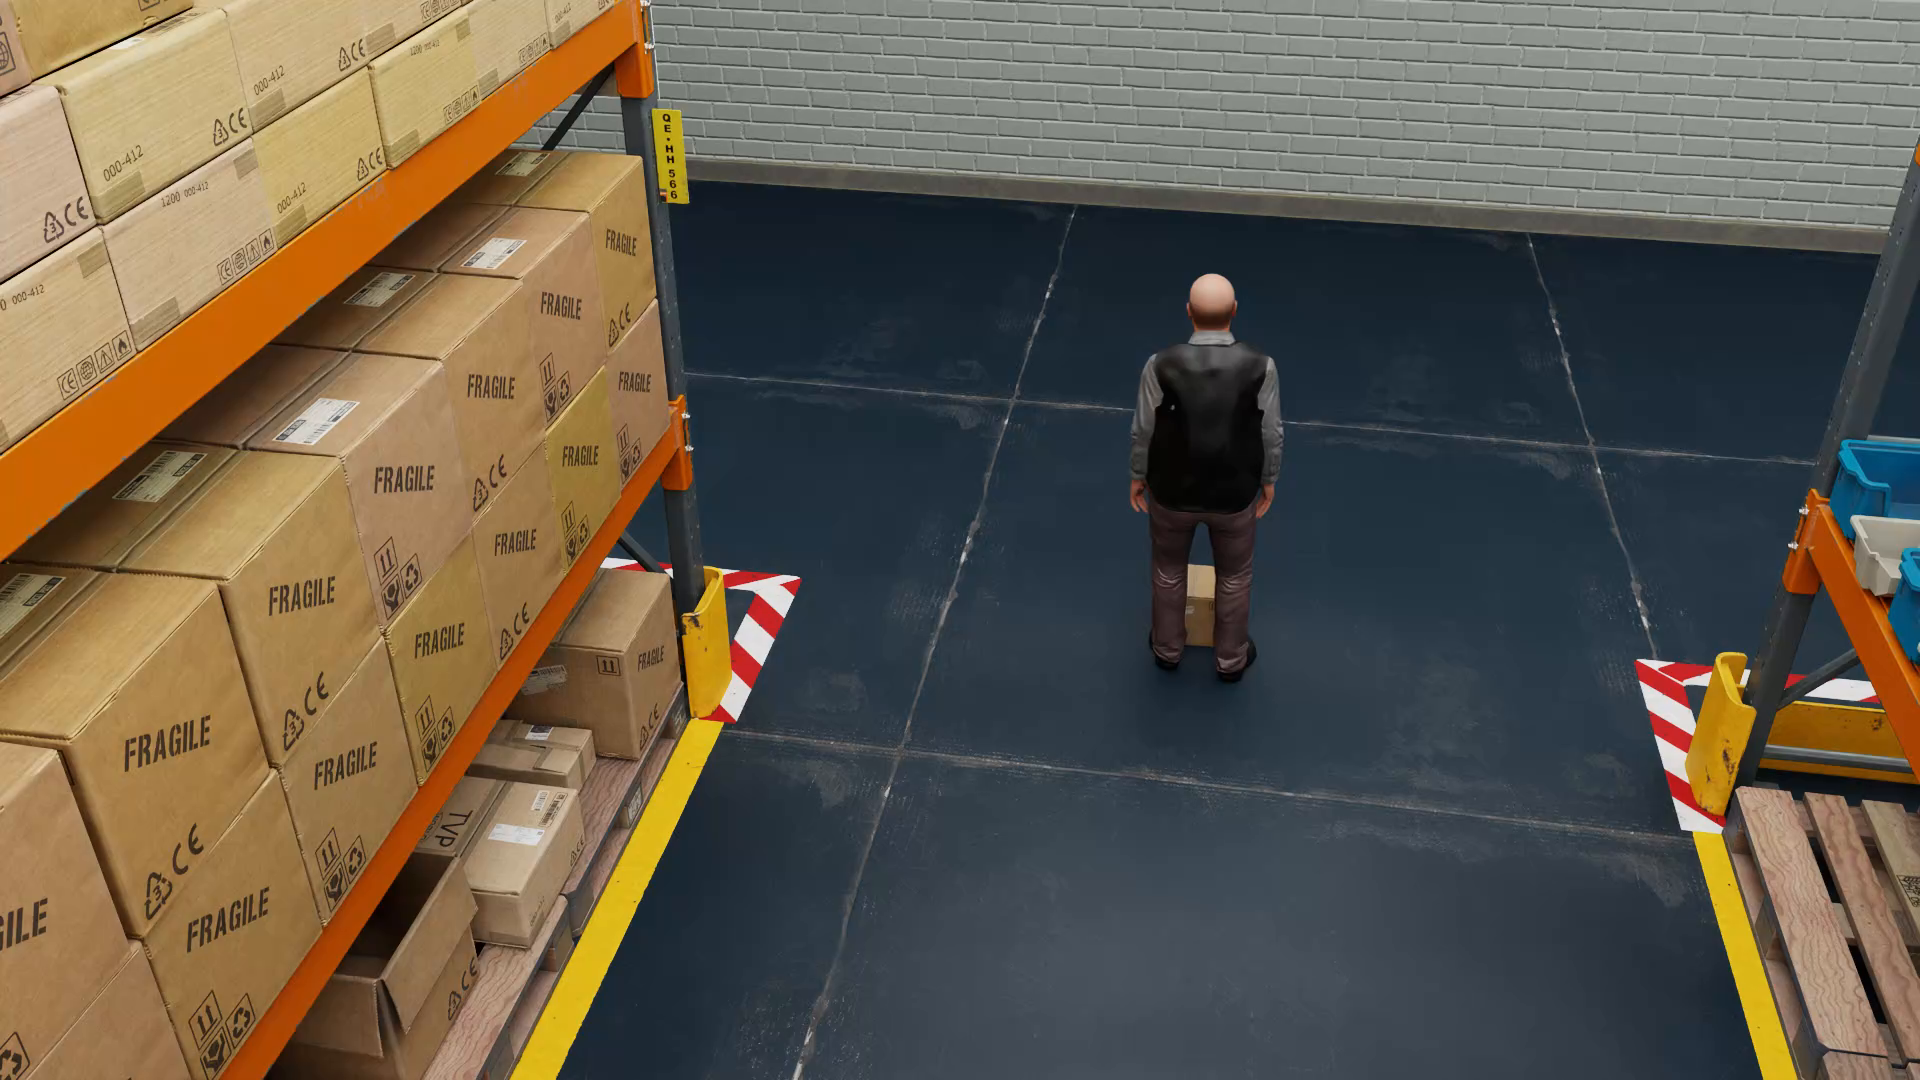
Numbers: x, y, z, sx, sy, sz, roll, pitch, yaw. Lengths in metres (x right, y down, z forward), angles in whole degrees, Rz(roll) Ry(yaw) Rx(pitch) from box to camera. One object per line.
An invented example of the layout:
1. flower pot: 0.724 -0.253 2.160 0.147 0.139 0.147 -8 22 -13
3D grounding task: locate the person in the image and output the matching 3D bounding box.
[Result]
1. person: 0.947 -0.210 6.495 0.587 1.720 0.475 3 32 5
